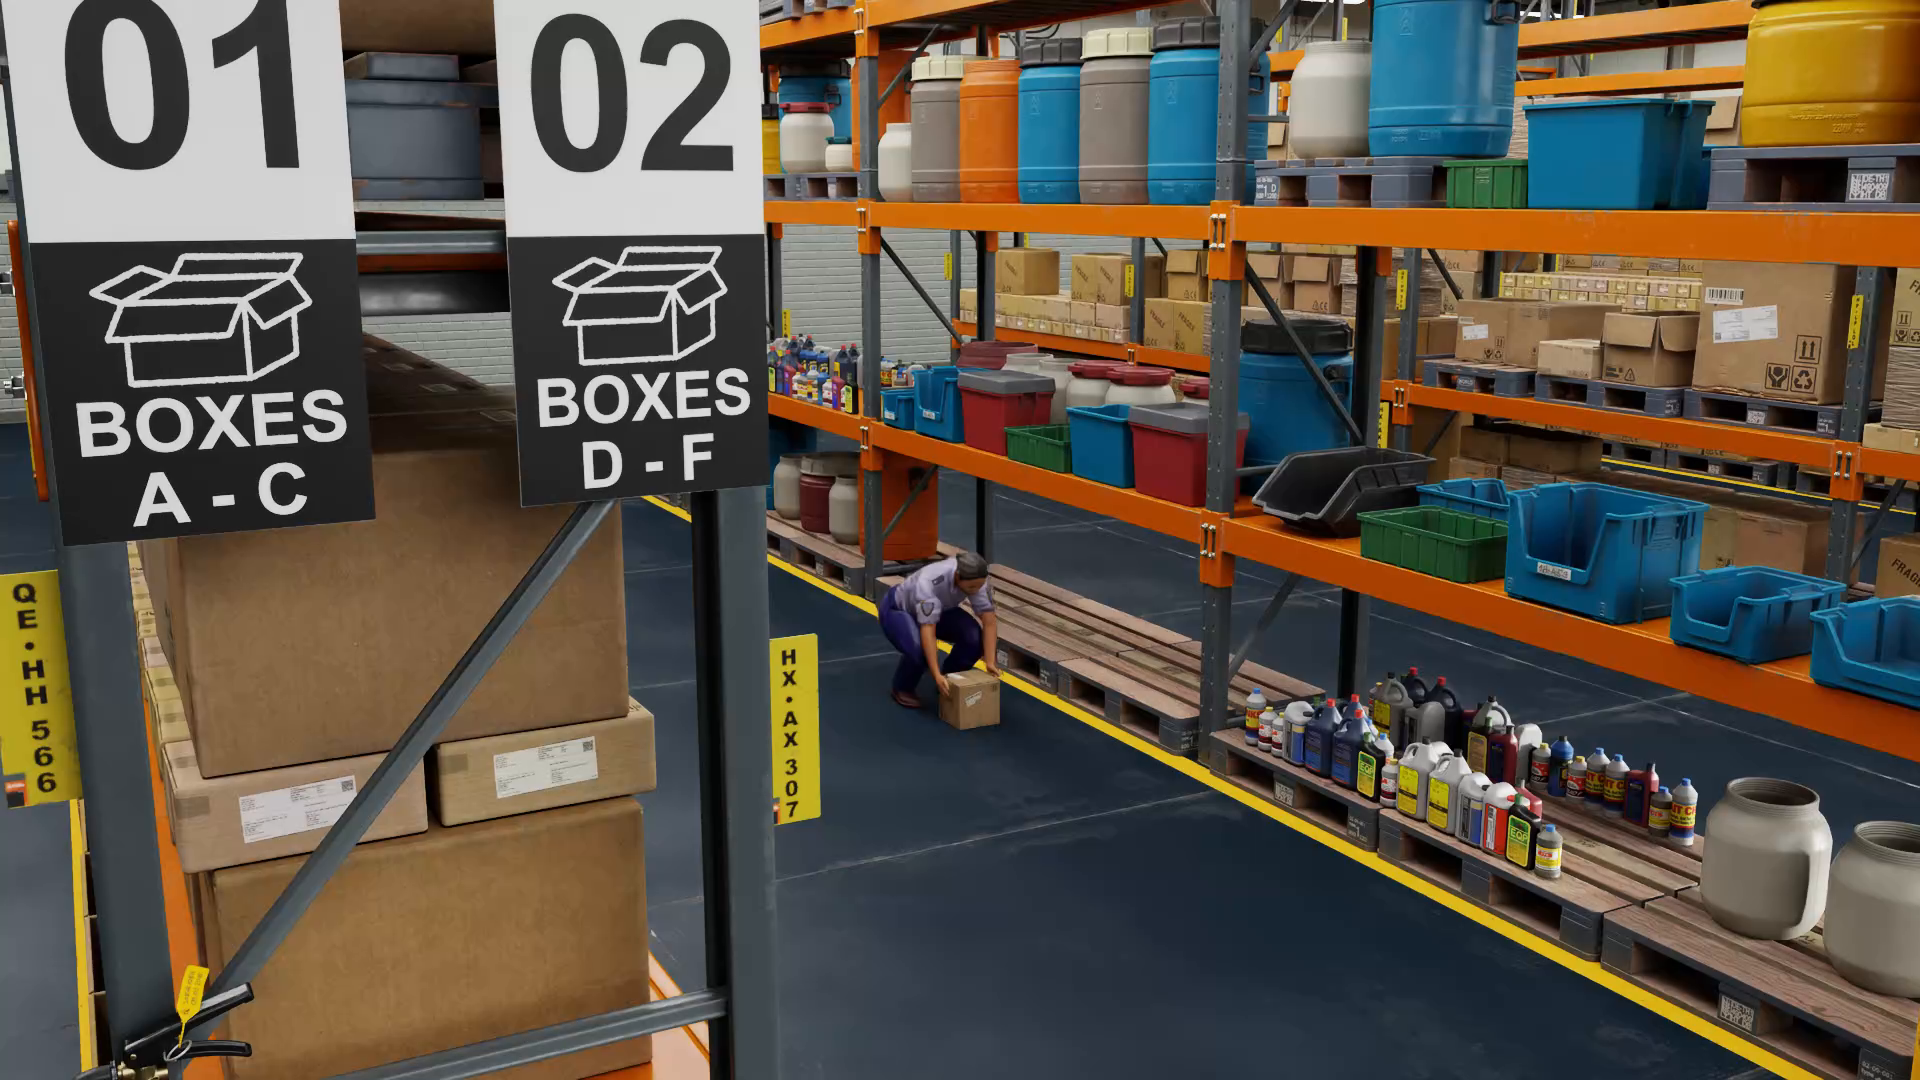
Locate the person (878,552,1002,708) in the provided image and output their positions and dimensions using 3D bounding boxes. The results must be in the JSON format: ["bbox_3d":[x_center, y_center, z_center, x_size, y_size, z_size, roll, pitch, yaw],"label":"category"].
[{"bbox_3d":[-0.115,0.480,9.440,0.525,0.940,0.820,-6,13,-28],"label":"person"}]
